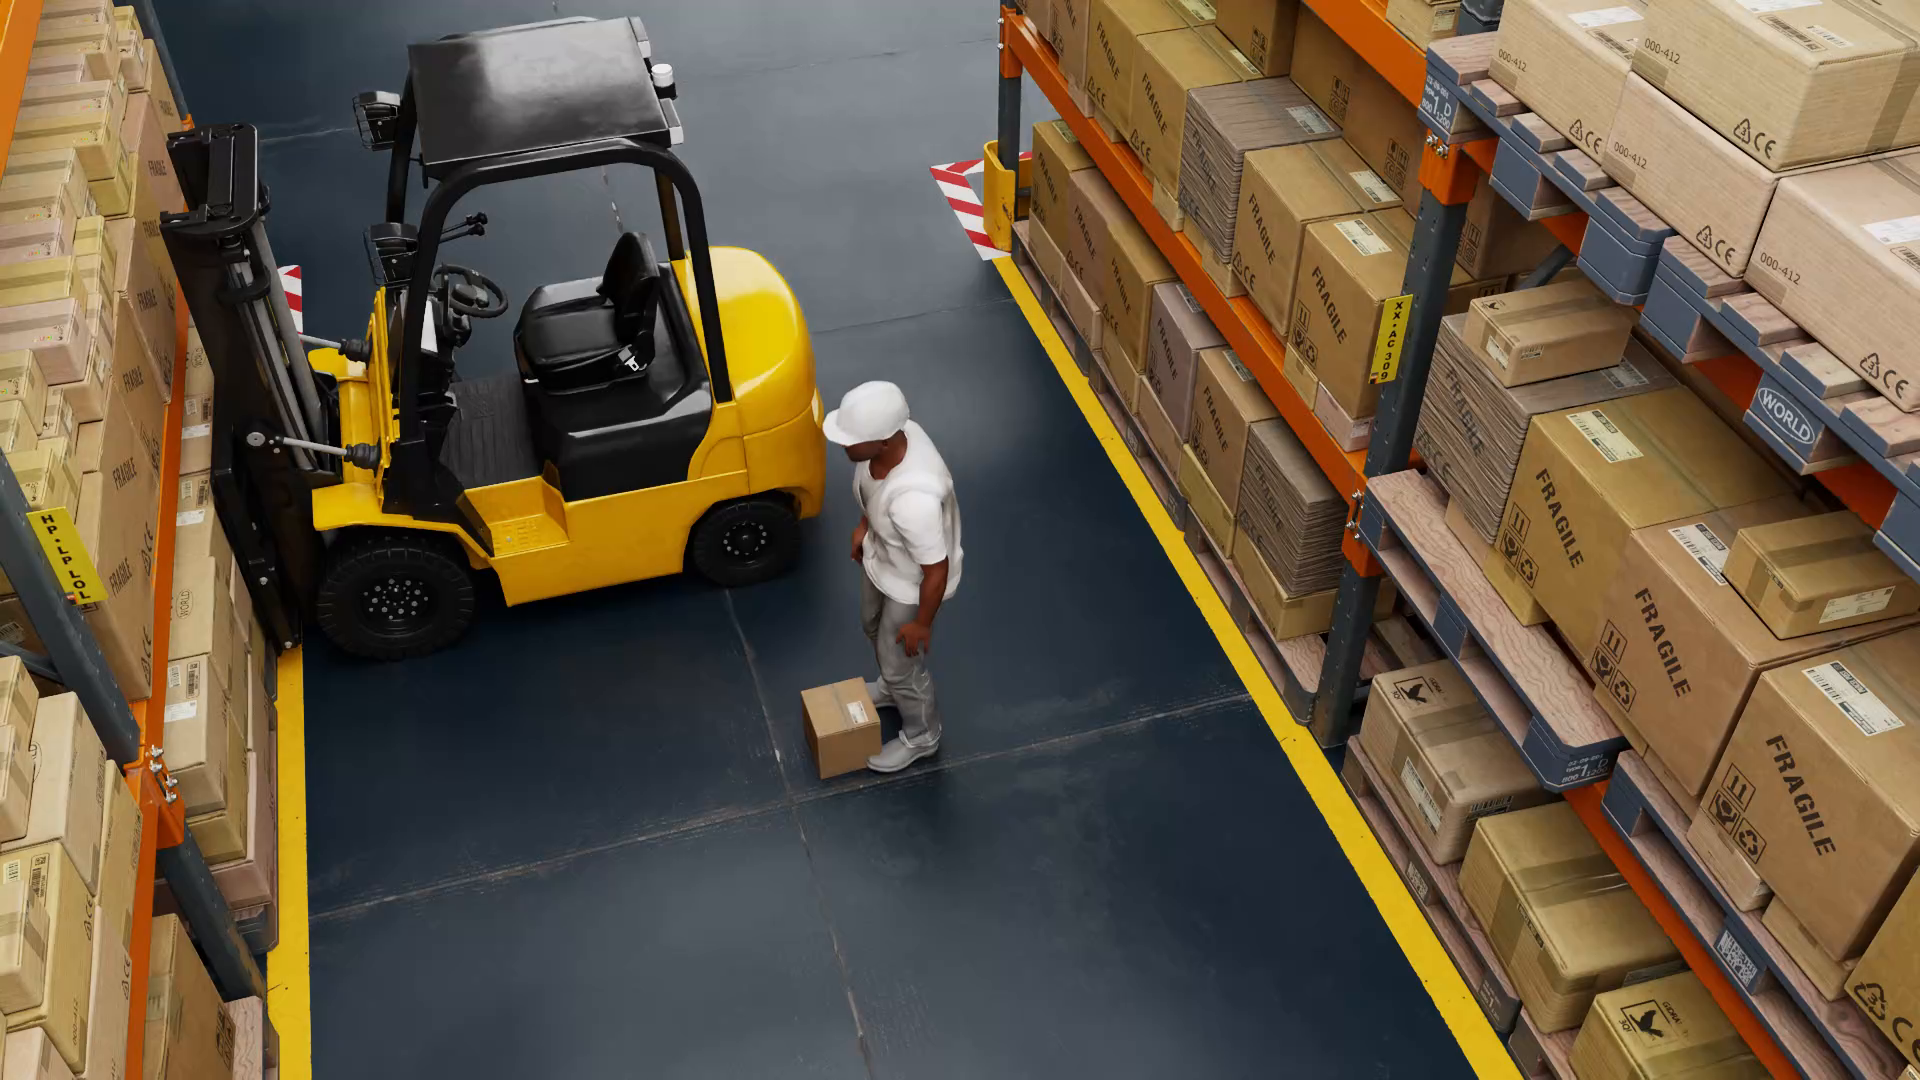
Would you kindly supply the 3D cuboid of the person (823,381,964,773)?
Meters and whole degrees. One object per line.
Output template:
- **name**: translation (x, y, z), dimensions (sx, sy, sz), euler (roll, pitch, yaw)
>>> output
- **person**: translation (-0.239, 0.122, 6.012), dimensions (0.461, 1.759, 0.632), euler (-14, 44, -15)
